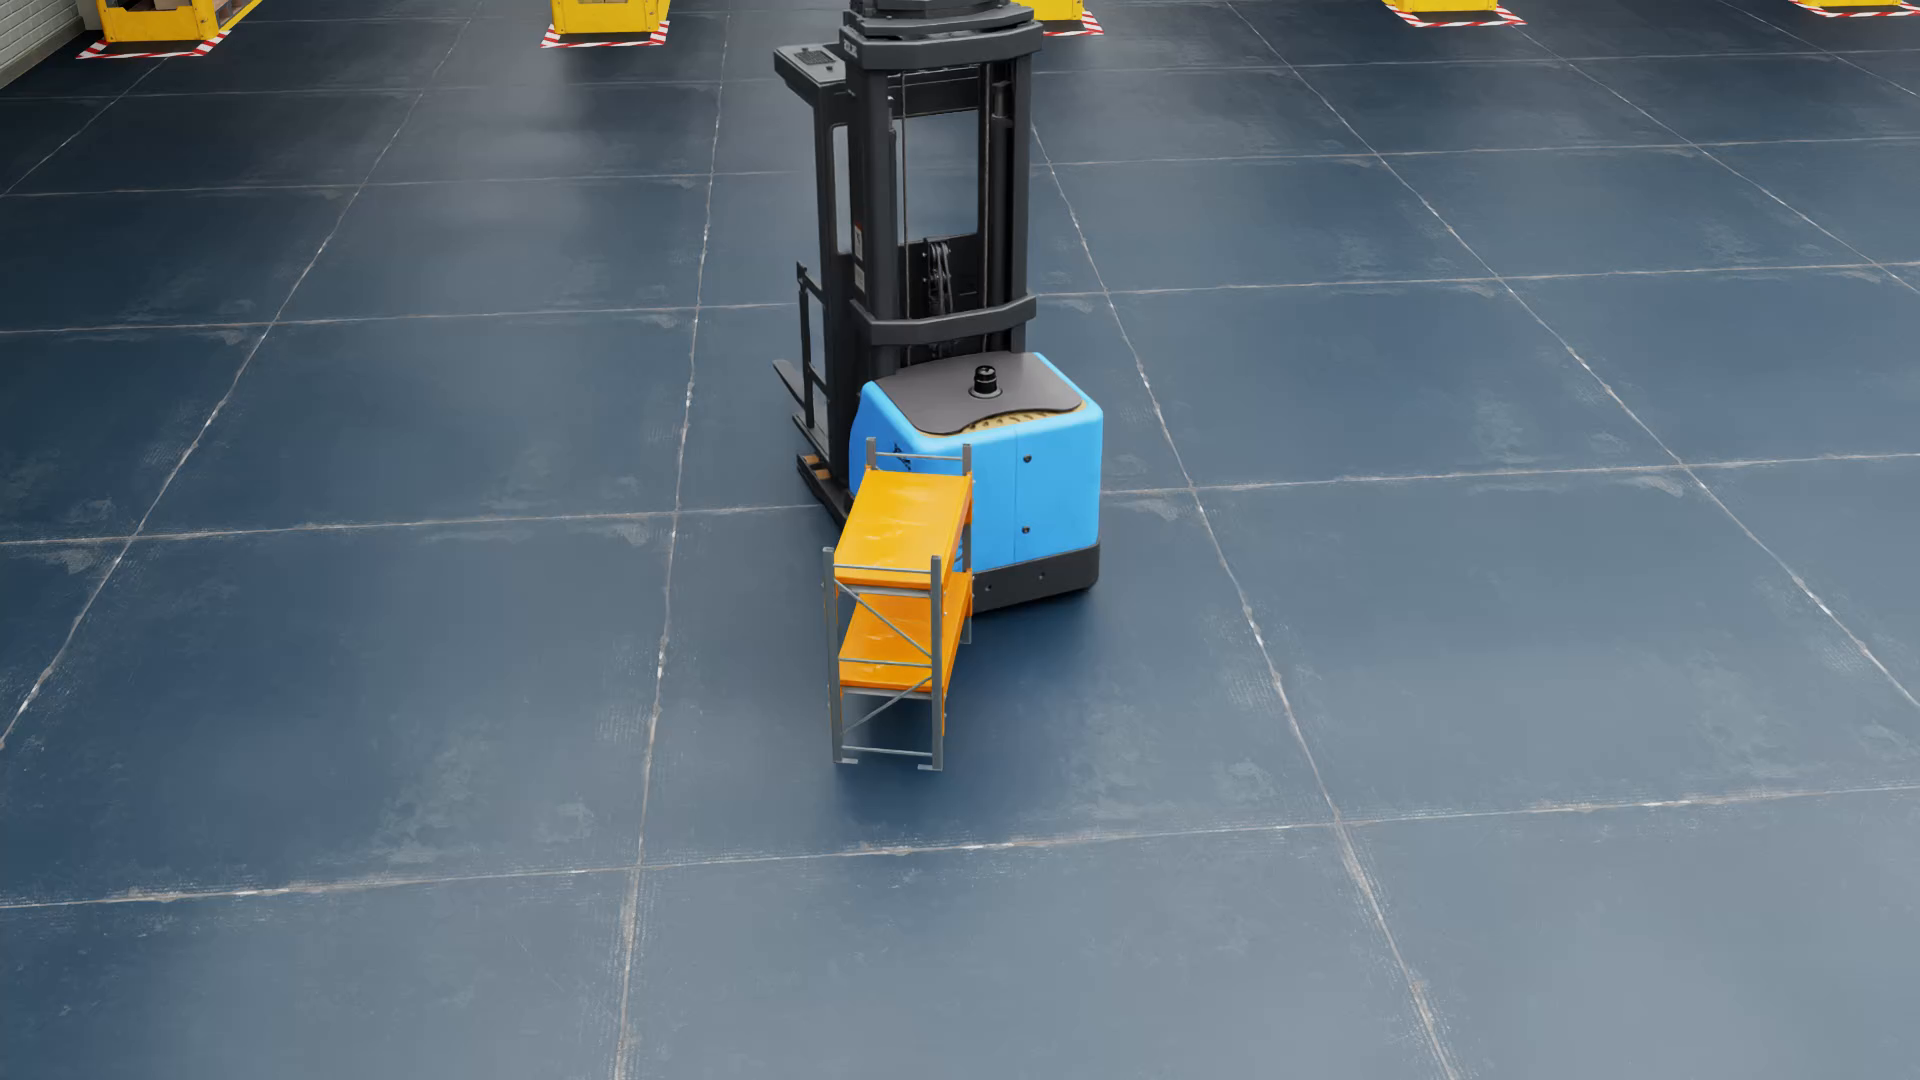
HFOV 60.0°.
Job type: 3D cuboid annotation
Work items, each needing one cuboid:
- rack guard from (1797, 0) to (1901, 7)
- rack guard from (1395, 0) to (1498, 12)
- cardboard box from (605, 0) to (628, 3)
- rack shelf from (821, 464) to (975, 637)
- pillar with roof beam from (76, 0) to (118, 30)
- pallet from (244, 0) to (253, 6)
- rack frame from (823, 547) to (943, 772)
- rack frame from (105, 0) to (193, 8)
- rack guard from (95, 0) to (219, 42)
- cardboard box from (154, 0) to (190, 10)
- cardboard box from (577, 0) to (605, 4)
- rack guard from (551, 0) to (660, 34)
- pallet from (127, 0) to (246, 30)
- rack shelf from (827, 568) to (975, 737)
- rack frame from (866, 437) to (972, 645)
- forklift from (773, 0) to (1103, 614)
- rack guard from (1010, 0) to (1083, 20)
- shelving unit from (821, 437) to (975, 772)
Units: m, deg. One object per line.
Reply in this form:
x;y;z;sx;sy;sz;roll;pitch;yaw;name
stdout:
10.772;-6.728;20.027;1.175;0.500;0.348;-3;31;-5;rack guard
5.815;-6.593;19.801;1.175;0.500;0.348;-3;31;-5;rack guard
-3.870;-6.439;19.377;0.500;0.250;0.500;-3;31;-5;cardboard box
-0.260;0.028;7.535;0.538;0.278;1.000;4;31;7;rack shelf
-5.614;-10.014;17.239;9.100;9.000;0.400;-3;31;-5;pillar with roof beam
-9.132;-6.795;20.421;1.003;0.211;1.213;-3;31;-5;pallet
-0.327;0.538;7.253;0.500;1.125;0.032;4;31;7;rack frame
-8.973;-6.916;17.903;1.000;3.000;0.127;-3;31;-5;rack frame
-8.980;-5.882;18.609;1.175;0.500;0.348;-3;31;-5;rack guard
-8.948;-6.308;19.079;0.500;0.311;0.500;-6;31;-10;cardboard box
-4.386;-6.415;19.336;0.500;0.250;0.500;-3;31;-5;cardboard box
-4.039;-6.070;18.924;1.175;0.500;0.348;-3;31;-5;rack guard
-9.021;-6.174;19.381;1.003;0.211;1.213;-3;31;-5;pallet
-0.260;0.489;7.811;0.538;0.278;1.000;4;31;7;rack shelf
-0.193;0.021;8.118;0.500;1.125;0.032;4;31;7;rack frame
-0.310;-1.581;9.039;1.130;2.935;3.031;-12;33;-20;forklift
0.837;-6.354;19.400;1.175;0.500;0.348;-3;31;-5;rack guard
-0.260;0.279;7.685;0.538;1.125;1.048;4;31;7;shelving unit
